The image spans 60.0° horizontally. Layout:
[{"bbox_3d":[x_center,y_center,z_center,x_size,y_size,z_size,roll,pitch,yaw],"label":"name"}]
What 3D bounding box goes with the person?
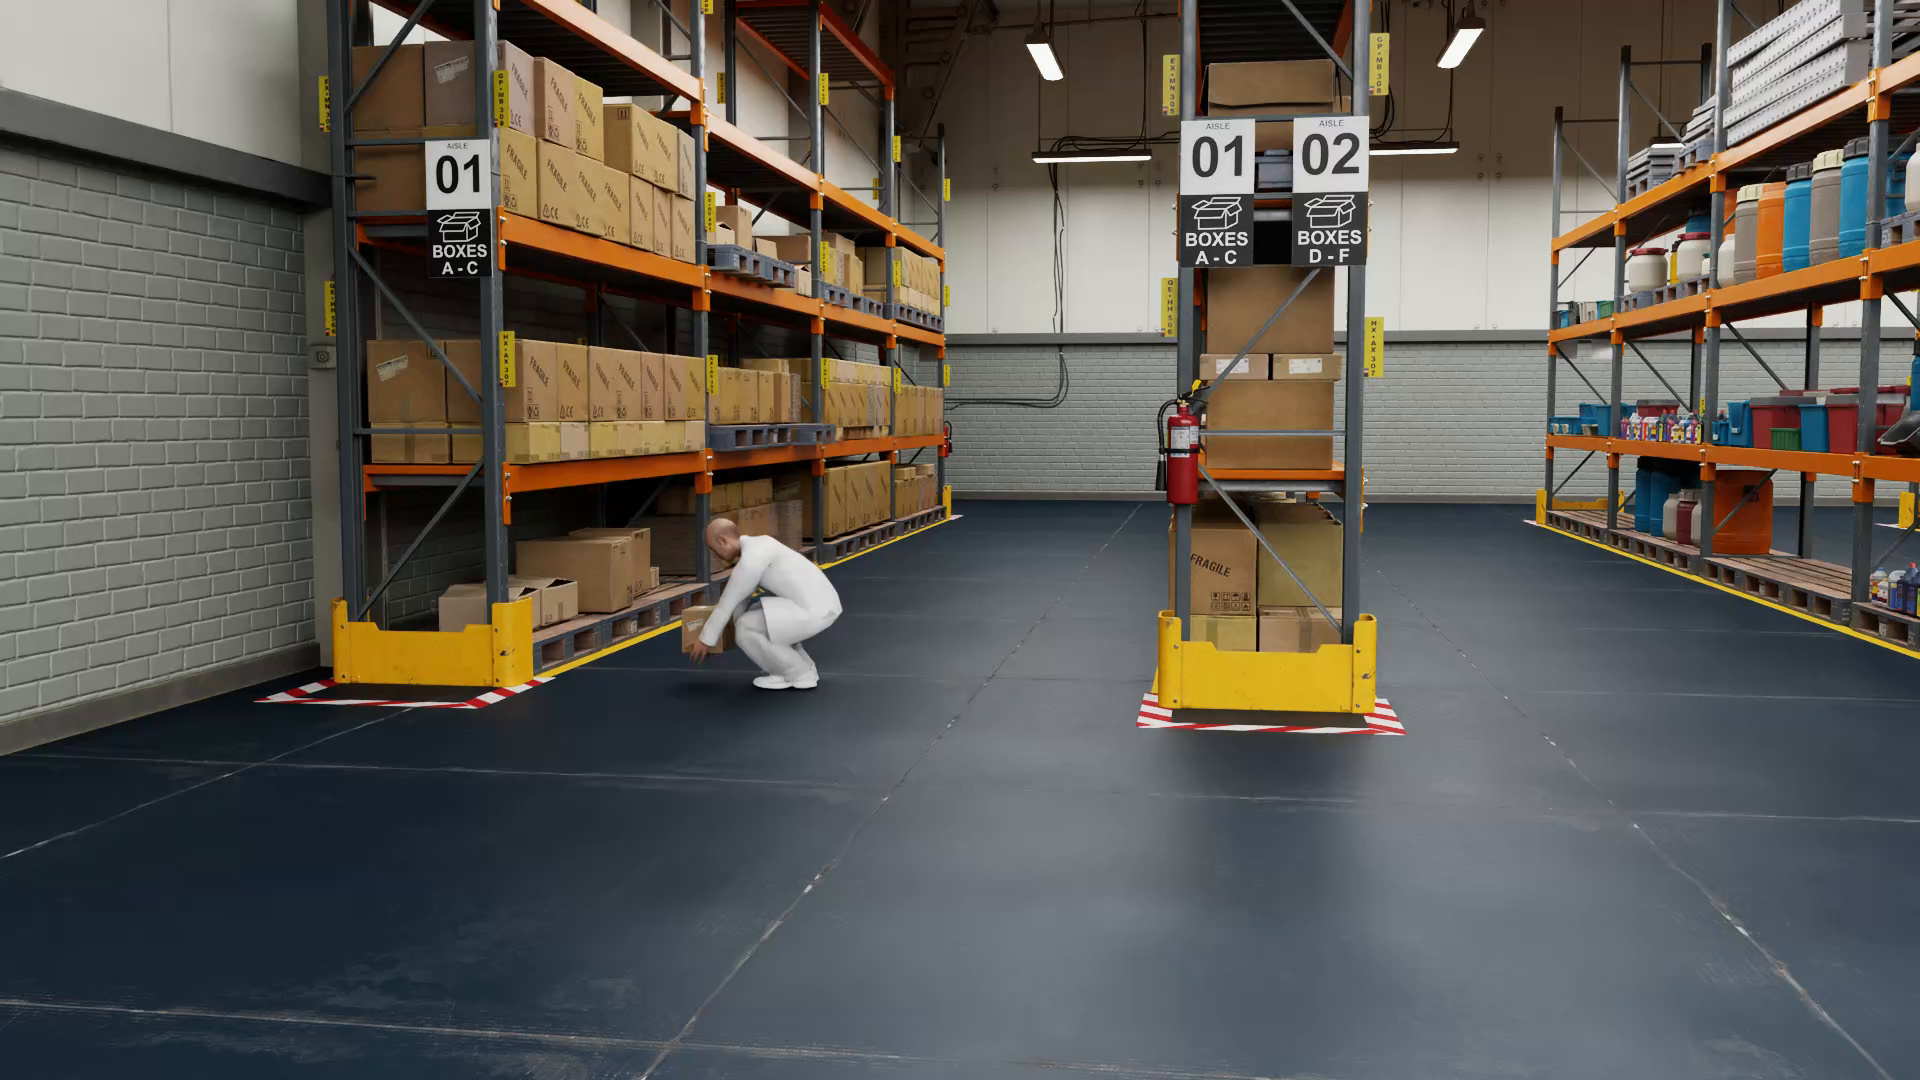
[{"bbox_3d":[-1.162,0.370,9.895,0.922,1.000,0.579,1,4,8],"label":"person"}]
